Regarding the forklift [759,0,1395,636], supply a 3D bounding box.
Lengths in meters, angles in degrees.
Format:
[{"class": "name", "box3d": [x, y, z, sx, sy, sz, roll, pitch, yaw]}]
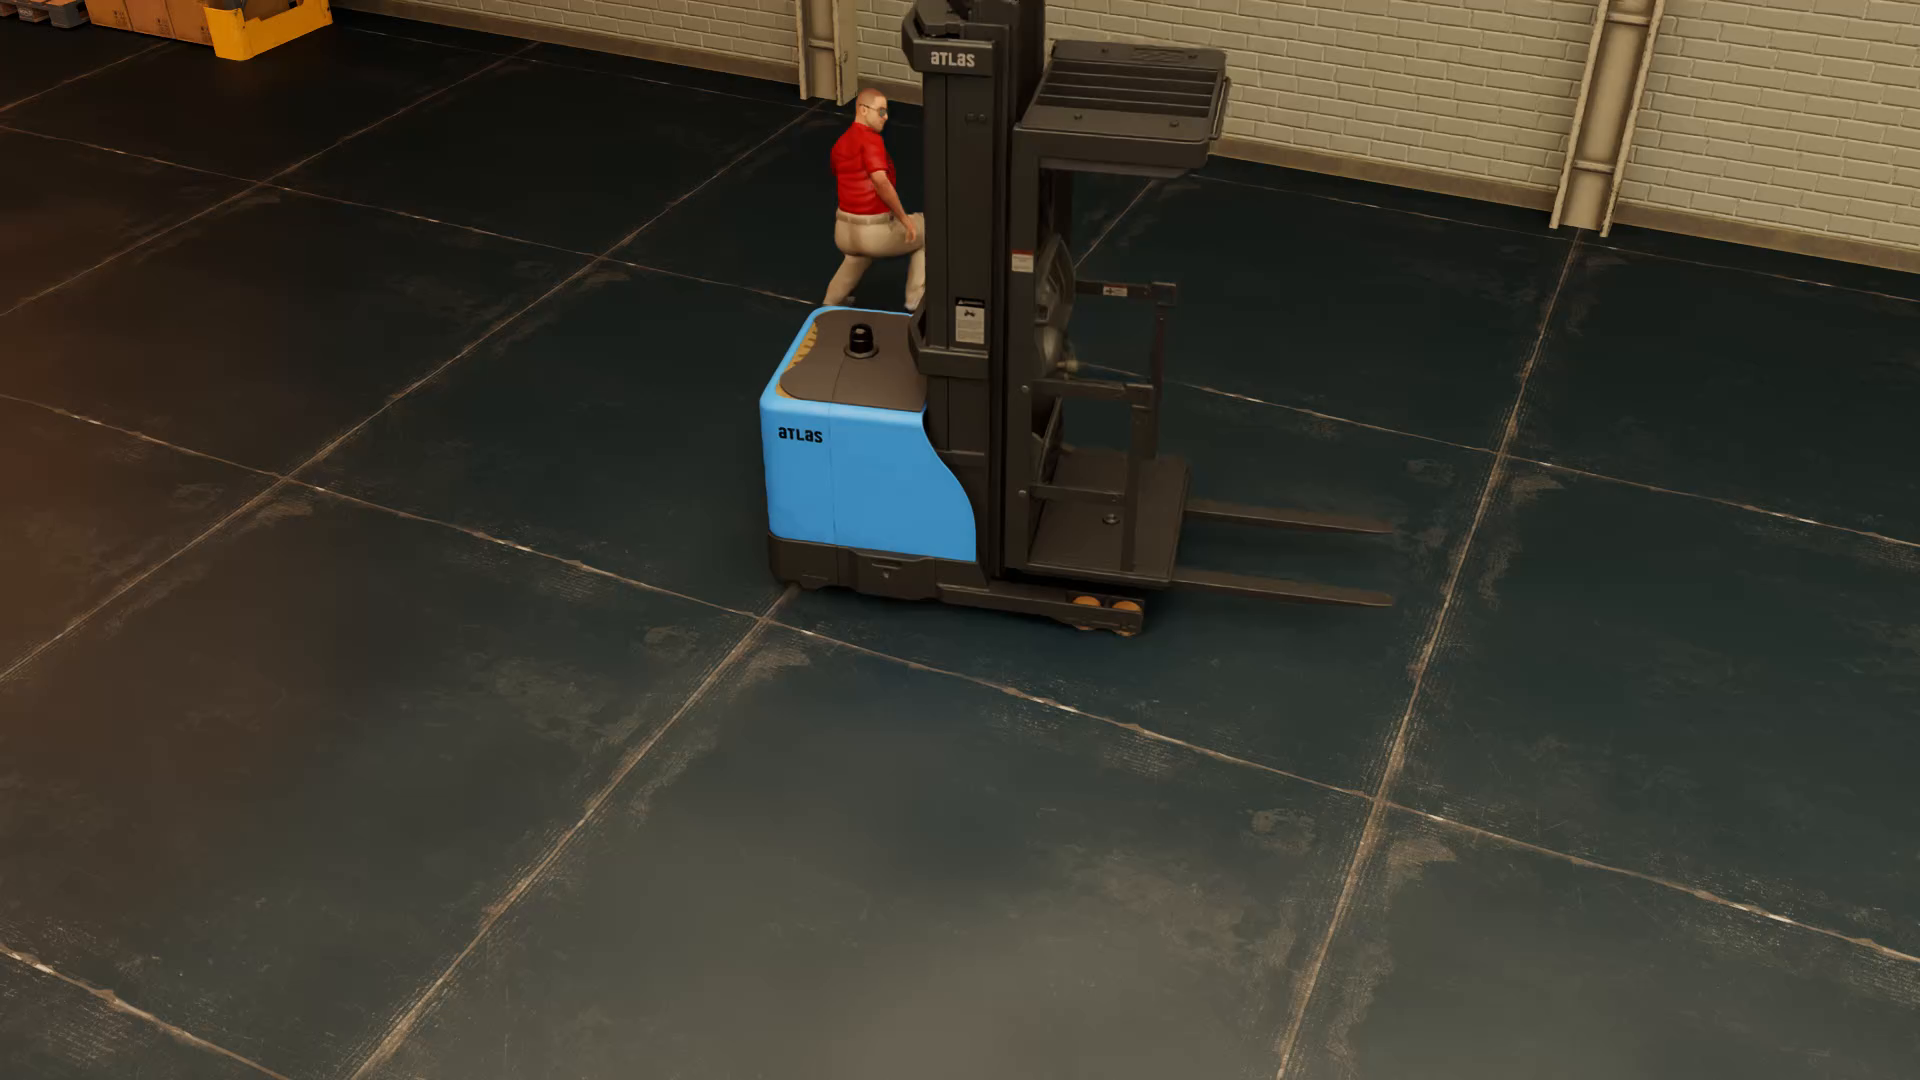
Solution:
[{"class": "forklift", "box3d": [0.622, -1.073, 7.590, 3.031, 2.935, 1.130, 7, 36, 9]}]

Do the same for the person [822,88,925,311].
[{"class": "person", "box3d": [-0.487, -1.997, 10.181, 0.794, 1.505, 0.669, 28, 44, 33]}]
